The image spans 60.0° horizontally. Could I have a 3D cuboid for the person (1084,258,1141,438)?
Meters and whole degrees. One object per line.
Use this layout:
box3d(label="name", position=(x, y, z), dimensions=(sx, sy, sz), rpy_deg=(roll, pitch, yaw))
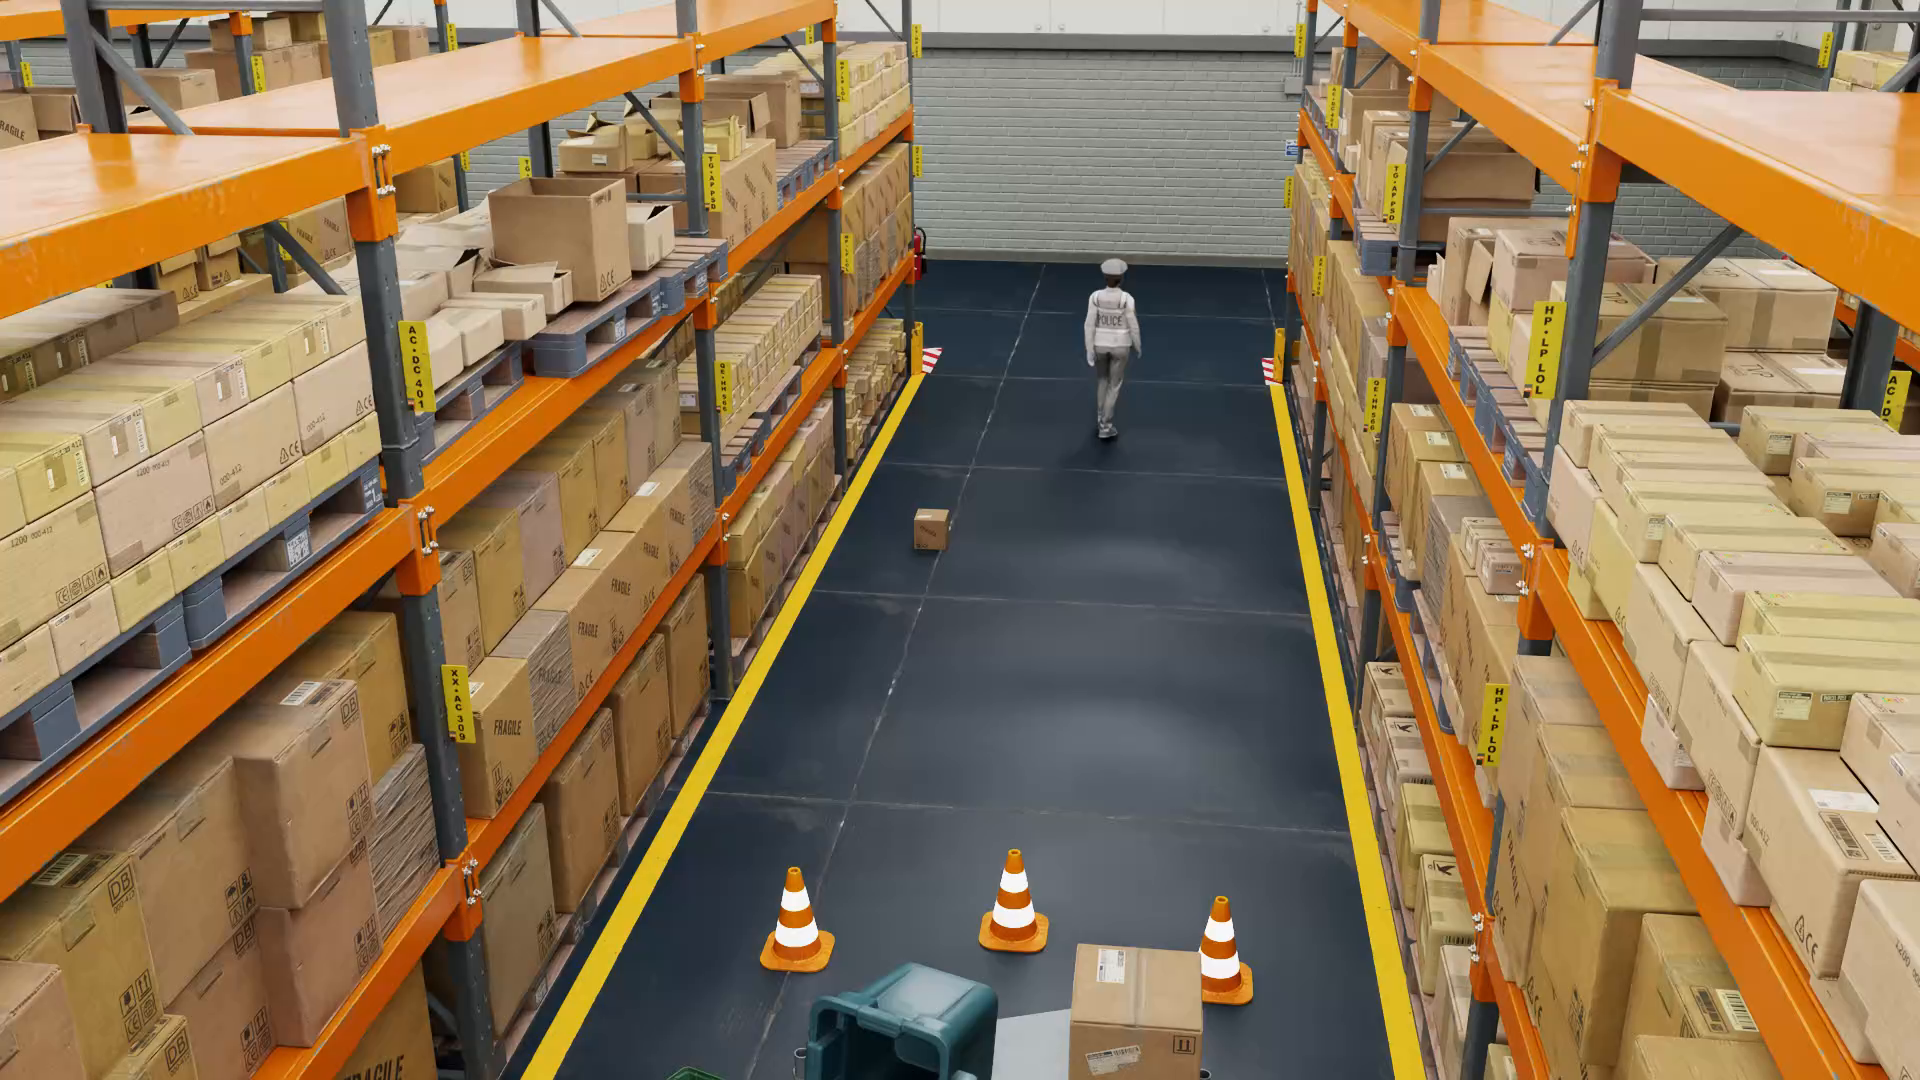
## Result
box3d(label="person", position=(1.443, -1.777, 15.647), dimensions=(0.501, 1.754, 0.588), rpy_deg=(9, 23, 23))
